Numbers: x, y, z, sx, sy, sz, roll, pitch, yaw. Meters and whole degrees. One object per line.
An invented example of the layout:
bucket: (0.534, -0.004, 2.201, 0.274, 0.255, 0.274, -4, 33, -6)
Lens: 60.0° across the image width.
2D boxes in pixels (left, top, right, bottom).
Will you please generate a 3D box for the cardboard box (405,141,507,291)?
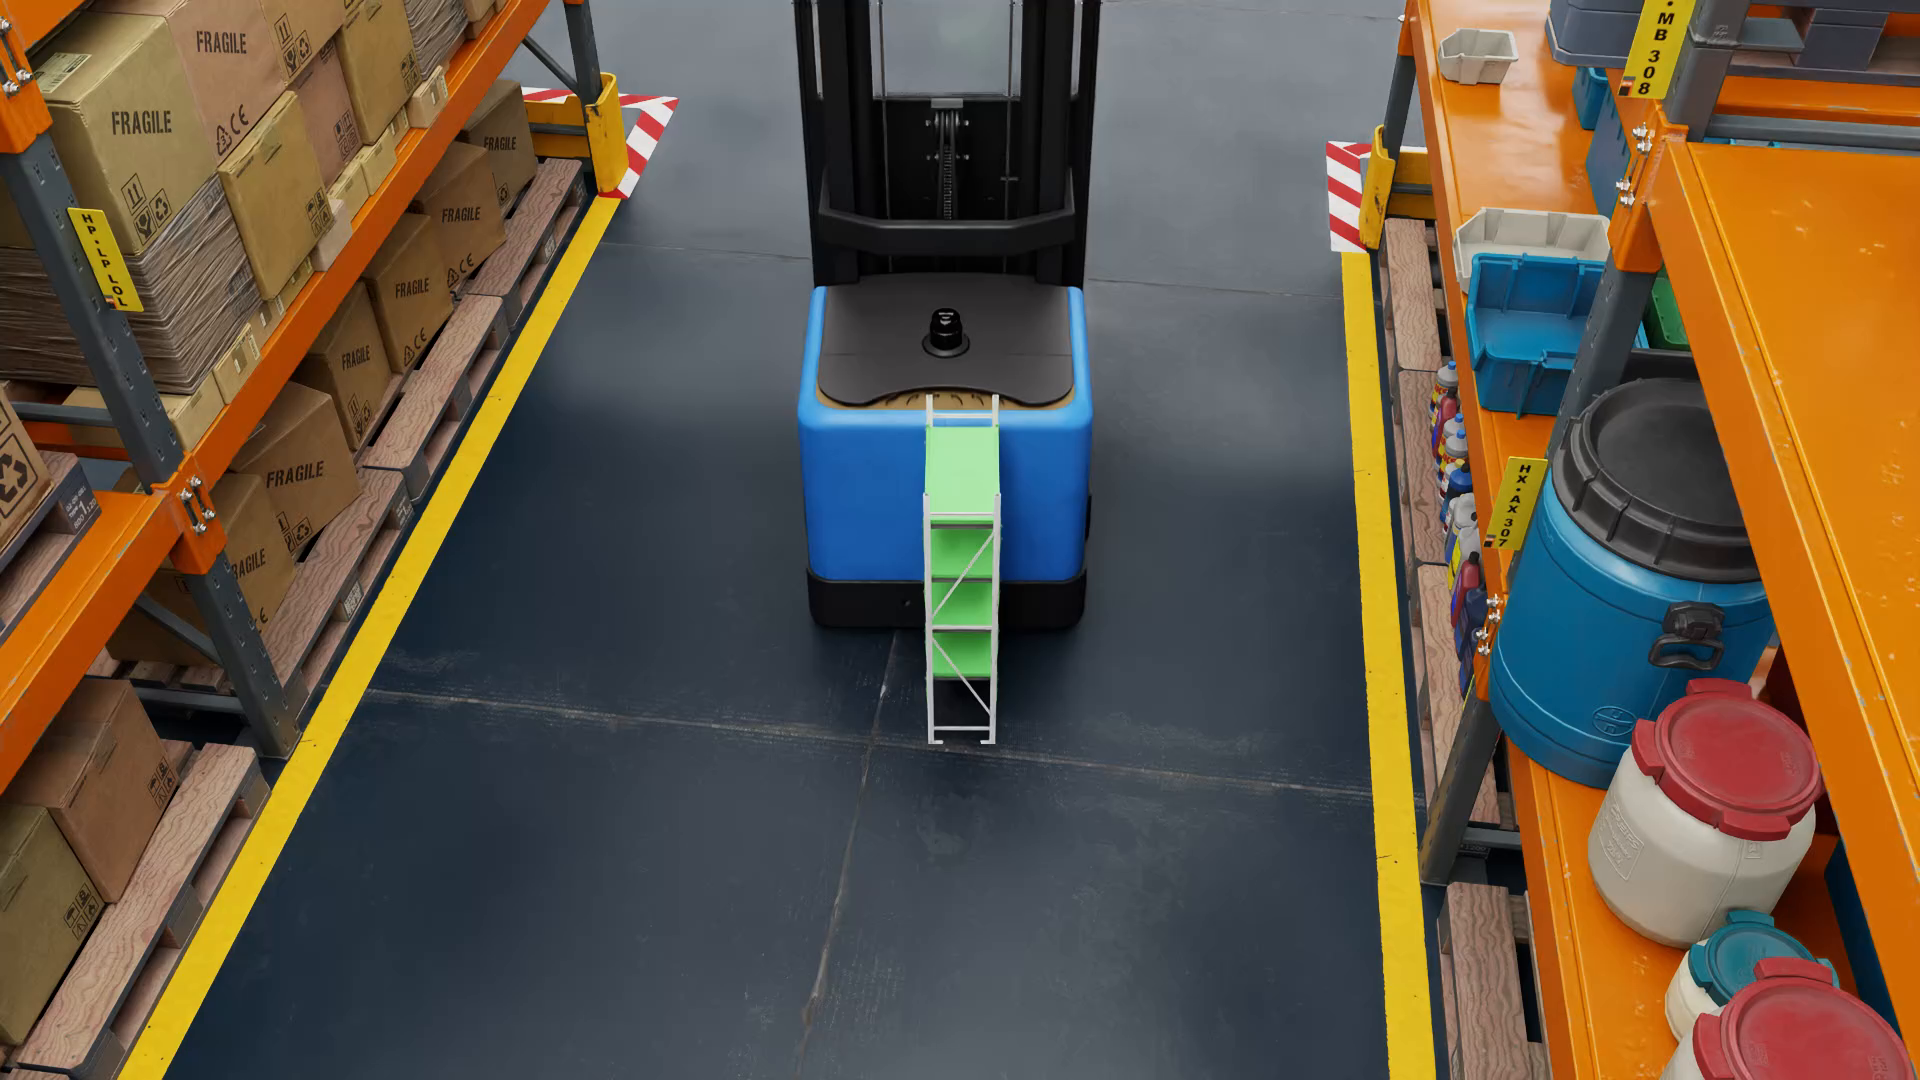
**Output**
cardboard box: (-2.491, -1.524, 7.690, 0.500, 0.500, 0.500, 16, 46, 16)

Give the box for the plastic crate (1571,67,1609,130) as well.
plastic crate: (2.702, -1.799, 6.576, 0.499, 0.251, 0.408, 5, 44, 6)

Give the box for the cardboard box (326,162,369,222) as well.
cardboard box: (-2.408, -1.269, 6.092, 0.380, 0.149, 0.250, 5, 44, 6)

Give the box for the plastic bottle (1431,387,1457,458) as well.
plastic bottle: (1.966, -0.477, 6.727, 0.061, 0.283, 0.133, 6, 44, 6)

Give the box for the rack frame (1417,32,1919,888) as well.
rack frame: (2.034, 0.063, 4.502, 1.000, 3.000, 0.127, 5, 44, 6)

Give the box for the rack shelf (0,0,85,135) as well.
rack shelf: (-2.611, -2.578, 5.633, 1.077, 0.370, 4.000, 5, 44, 6)

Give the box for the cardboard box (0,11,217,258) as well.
cardboard box: (-2.564, -1.178, 4.796, 0.500, 0.500, 0.500, 5, 44, 6)

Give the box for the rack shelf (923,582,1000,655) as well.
rack shelf: (0.007, 0.173, 5.787, 0.258, 0.148, 0.480, 0, 43, 0)

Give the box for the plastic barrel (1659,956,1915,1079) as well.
plastic barrel: (1.593, 1.146, 3.260, 0.433, 0.535, 0.433, 0, 43, 0)

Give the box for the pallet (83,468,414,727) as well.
pallet: (-2.822, 0.164, 6.423, 1.003, 0.211, 1.213, 5, 44, 6)

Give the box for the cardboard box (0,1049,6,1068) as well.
cardboard box: (-3.133, 1.482, 4.501, 0.700, 0.500, 0.500, 2, 43, 2)

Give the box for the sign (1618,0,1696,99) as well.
sign: (1.490, -1.087, 3.528, 0.100, 0.325, 0.005, 5, 44, 6)

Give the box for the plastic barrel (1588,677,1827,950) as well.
plastic barrel: (1.690, 0.646, 3.788, 0.433, 0.535, 0.433, 0, 43, 0)

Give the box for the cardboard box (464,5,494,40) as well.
cardboard box: (-2.244, -2.295, 7.175, 0.380, 0.149, 0.250, 5, 44, 6)

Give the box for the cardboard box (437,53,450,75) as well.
cardboard box: (-2.329, -1.956, 6.817, 0.380, 0.149, 0.250, 5, 44, 6)

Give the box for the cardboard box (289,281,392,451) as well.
cardboard box: (-2.710, -0.722, 6.844, 0.500, 0.500, 0.500, 2, 43, 2)

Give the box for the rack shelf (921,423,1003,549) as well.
rack shelf: (0.007, -0.175, 5.457, 0.258, 0.148, 0.480, 0, 43, 0)

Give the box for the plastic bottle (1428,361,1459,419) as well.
plastic bottle: (2.014, -0.625, 6.893, 0.097, 0.271, 0.097, 0, 43, 0)

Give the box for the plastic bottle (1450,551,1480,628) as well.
plastic bottle: (1.839, 0.179, 6.035, 0.061, 0.283, 0.133, 8, 44, 8)

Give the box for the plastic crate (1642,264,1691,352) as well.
plastic crate: (2.493, -0.760, 5.525, 0.450, 0.188, 0.662, 5, 44, 6)

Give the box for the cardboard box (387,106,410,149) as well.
cardboard box: (-2.376, -1.613, 6.455, 0.380, 0.149, 0.250, 5, 44, 6)

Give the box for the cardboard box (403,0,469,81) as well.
cardboard box: (-2.503, -2.197, 6.599, 0.875, 0.500, 0.500, 5, 44, 6)

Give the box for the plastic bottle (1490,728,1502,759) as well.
plastic bottle: (1.773, 0.644, 5.604, 0.097, 0.201, 0.097, 0, 43, 0)

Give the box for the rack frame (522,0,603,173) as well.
rack frame: (-2.347, -3.113, 7.856, 1.000, 3.000, 0.127, 5, 44, 6)

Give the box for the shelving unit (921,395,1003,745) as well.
shelving unit: (0.007, 0.127, 5.743, 0.258, 1.200, 0.503, 0, 43, 0)

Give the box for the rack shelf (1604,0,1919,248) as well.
rack shelf: (2.299, -2.128, 5.157, 1.077, 0.370, 4.000, 5, 44, 6)

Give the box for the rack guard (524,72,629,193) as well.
rack guard: (-2.357, -2.154, 8.661, 1.175, 0.500, 0.348, 5, 44, 6)

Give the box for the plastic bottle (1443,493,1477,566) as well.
plastic bottle: (1.927, -0.034, 6.265, 0.152, 0.276, 0.135, 6, 44, 6)

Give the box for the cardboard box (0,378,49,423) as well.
cardboard box: (-3.138, -0.469, 5.247, 0.380, 0.149, 0.250, 5, 44, 6)

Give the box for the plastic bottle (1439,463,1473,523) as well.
plastic bottle: (1.929, -0.185, 6.428, 0.097, 0.271, 0.097, 0, 43, 0)

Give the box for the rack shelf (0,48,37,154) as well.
rack shelf: (-3.140, 0.148, 2.754, 1.077, 0.370, 4.000, 5, 44, 6)

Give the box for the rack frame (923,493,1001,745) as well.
rack frame: (0.006, 0.295, 5.566, 0.240, 1.200, 0.015, 0, 43, 0)

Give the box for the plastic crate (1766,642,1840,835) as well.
plastic crate: (2.273, 0.398, 4.102, 0.402, 0.464, 0.583, 5, 44, 6)

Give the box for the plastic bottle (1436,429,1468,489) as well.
plastic bottle: (1.956, -0.323, 6.574, 0.097, 0.271, 0.097, 0, 43, 0)

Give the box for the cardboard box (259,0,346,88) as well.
cardboard box: (-2.433, -1.860, 5.516, 0.500, 0.500, 0.500, 5, 44, 6)

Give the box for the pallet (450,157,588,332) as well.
pallet: (-2.499, -1.499, 8.179, 1.003, 0.211, 1.213, 5, 44, 6)

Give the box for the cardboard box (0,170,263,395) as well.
cardboard box: (-2.755, -0.833, 5.159, 0.875, 0.500, 0.500, 5, 44, 6)

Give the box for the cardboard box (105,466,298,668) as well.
cardboard box: (-2.783, 0.099, 5.976, 0.500, 0.500, 0.500, 4, 44, 4)

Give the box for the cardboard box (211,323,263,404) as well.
cardboard box: (-2.503, -0.584, 5.368, 0.380, 0.149, 0.250, 5, 44, 6)

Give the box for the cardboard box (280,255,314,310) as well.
cardboard box: (-2.474, -0.929, 5.732, 0.380, 0.149, 0.250, 5, 44, 6)

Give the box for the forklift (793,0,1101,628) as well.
forklift: (-0.044, -1.721, 6.436, 1.130, 2.935, 3.031, 0, 43, 0)

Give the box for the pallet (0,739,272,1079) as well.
pallet: (-2.977, 1.156, 5.376, 1.003, 0.211, 1.213, 5, 44, 6)

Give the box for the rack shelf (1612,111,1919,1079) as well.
rack shelf: (1.770, 0.598, 2.278, 1.077, 0.370, 4.000, 5, 44, 6)

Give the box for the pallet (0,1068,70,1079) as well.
pallet: (-3.136, 1.990, 4.495, 1.003, 0.211, 1.213, 5, 44, 6)

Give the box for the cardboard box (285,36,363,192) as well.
cardboard box: (-2.687, -1.520, 5.885, 0.875, 0.500, 0.500, 5, 44, 6)

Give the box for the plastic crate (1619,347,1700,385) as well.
plastic crate: (2.229, -0.260, 4.888, 0.767, 0.338, 0.504, 5, 44, 6)

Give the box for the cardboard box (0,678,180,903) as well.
cardboard box: (-2.978, 0.777, 5.246, 0.700, 0.500, 0.500, 2, 43, 2)

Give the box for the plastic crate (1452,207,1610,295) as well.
plastic crate: (1.998, -0.971, 5.786, 0.530, 0.136, 0.437, 5, 44, 6)

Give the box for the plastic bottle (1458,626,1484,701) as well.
plastic bottle: (1.834, 0.400, 5.753, 0.144, 0.351, 0.185, 4, 44, 4)

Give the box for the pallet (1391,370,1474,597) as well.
pallet: (2.323, -0.212, 6.821, 1.003, 0.211, 1.213, 5, 44, 6)

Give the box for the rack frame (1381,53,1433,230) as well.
rack frame: (2.563, -2.663, 7.381, 1.000, 3.000, 0.127, 5, 44, 6)
